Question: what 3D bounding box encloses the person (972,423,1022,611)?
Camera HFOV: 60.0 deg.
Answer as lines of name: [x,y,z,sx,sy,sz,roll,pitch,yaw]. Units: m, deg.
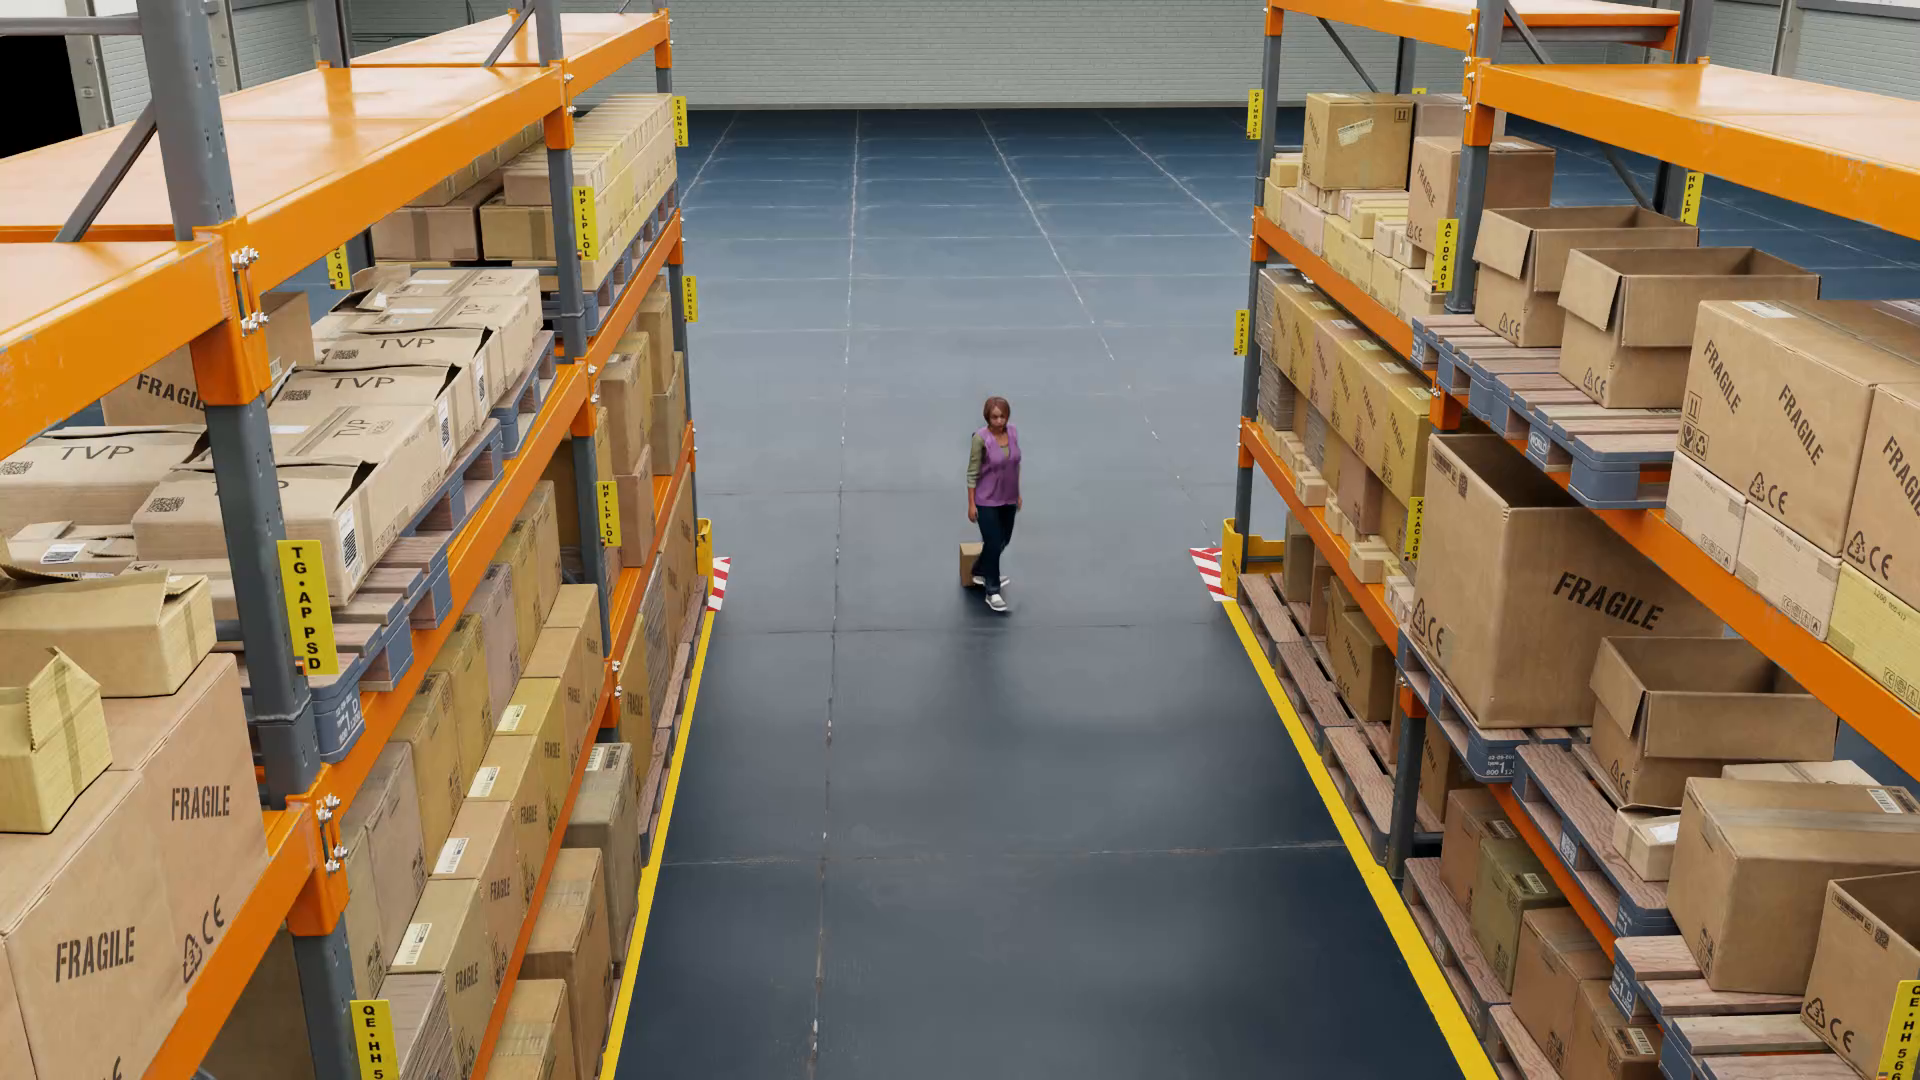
person: [0.242,-0.207,11.946,0.418,1.370,0.513,-14,25,-33]
